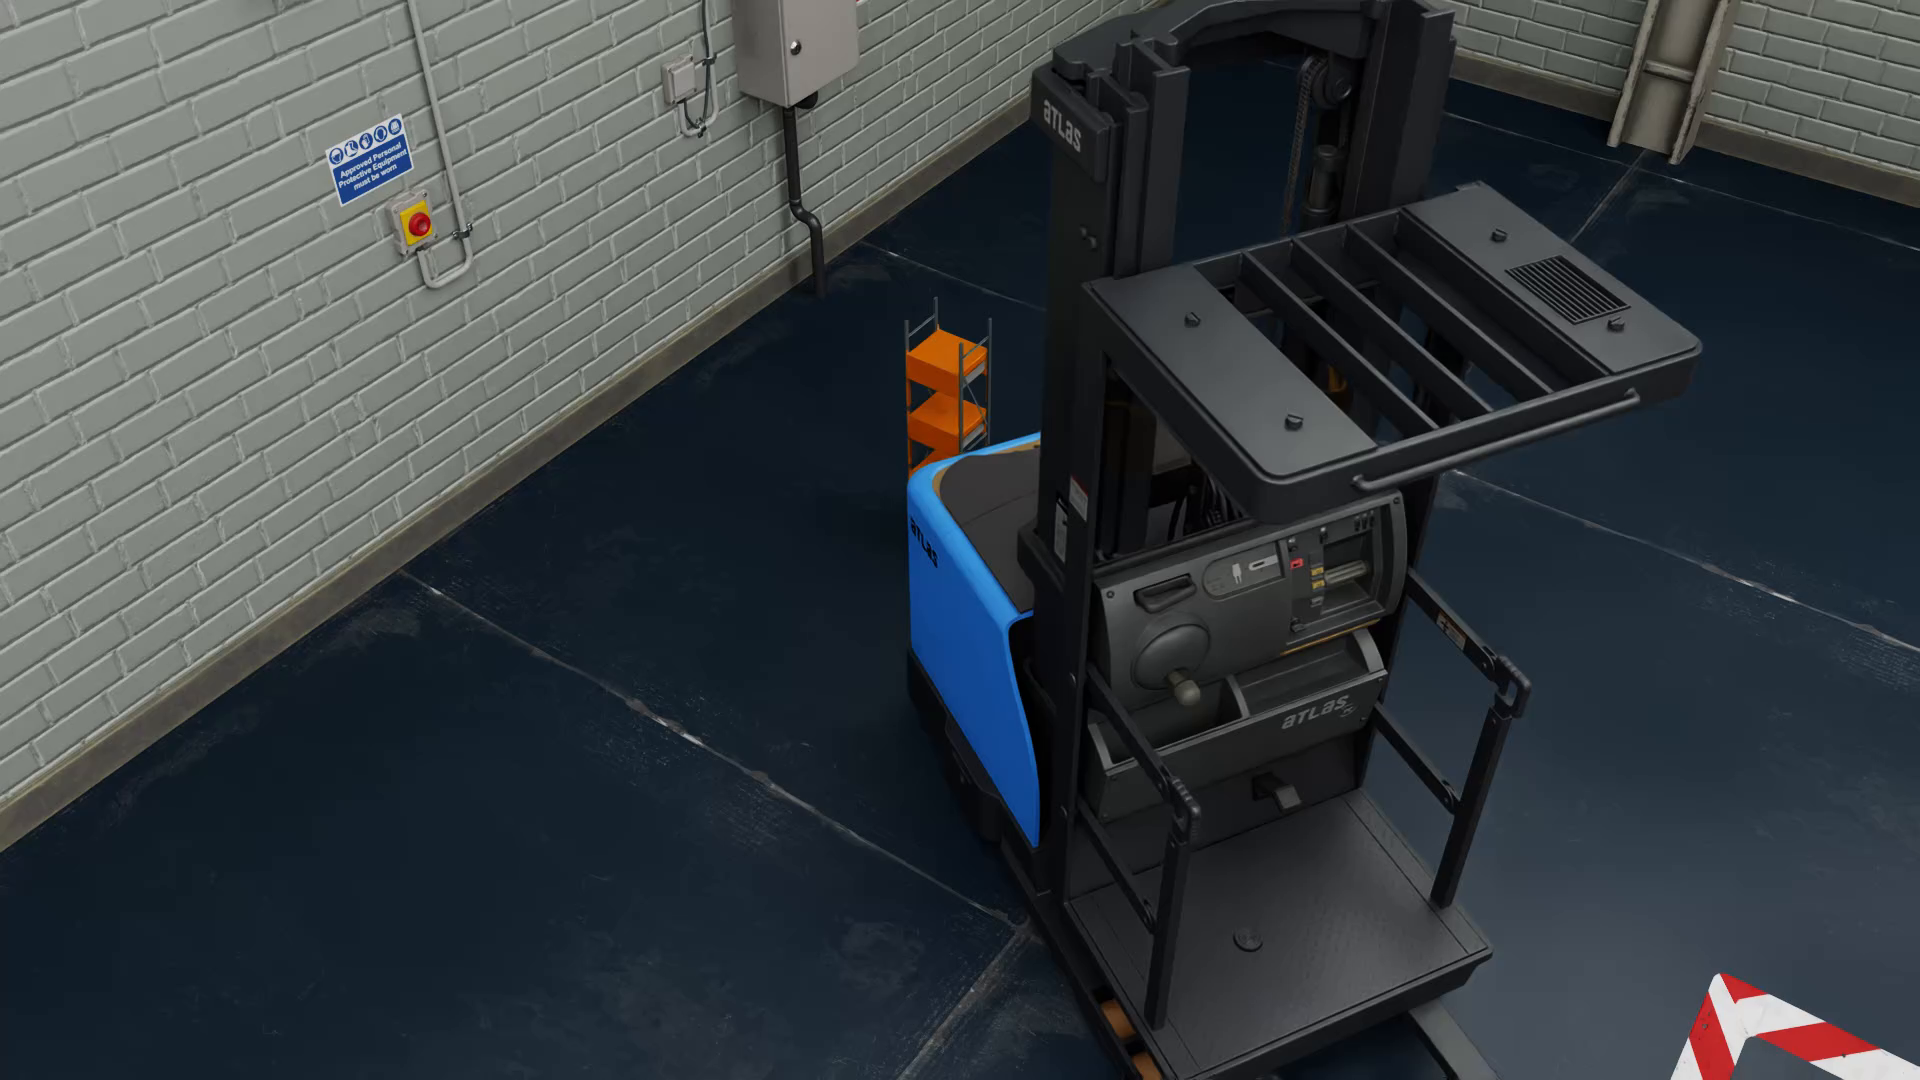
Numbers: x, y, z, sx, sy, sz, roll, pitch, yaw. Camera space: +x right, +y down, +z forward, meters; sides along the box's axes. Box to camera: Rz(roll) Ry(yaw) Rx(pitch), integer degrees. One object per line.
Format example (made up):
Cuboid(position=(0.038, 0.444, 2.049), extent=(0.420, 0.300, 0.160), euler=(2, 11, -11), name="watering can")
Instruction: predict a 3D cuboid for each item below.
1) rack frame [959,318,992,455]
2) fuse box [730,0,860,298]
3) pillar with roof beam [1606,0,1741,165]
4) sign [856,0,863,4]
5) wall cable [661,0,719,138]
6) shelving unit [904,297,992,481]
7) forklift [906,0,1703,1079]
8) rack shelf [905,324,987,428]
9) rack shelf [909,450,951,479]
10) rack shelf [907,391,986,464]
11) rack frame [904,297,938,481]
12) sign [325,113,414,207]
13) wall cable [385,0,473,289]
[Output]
Cuboid(position=(0.056, -0.365, 6.371), extent=(0.008, 1.050, 0.200), euler=(25, 48, 25), name="rack frame")
Cuboid(position=(-0.641, -1.833, 7.515), extent=(0.414, 1.711, 0.539), euler=(25, 48, 25), name="fuse box")
Cuboid(position=(1.348, -3.197, 3.574), extent=(0.400, 9.000, 9.100), euler=(25, 48, 25), name="pillar with roof beam")
Cuboid(position=(-0.527, -2.626, 7.507), extent=(0.001, 0.494, 0.329), euler=(25, 48, 25), name="sign")
Cuboid(position=(-1.162, -2.379, 6.397), extent=(0.122, 1.984, 0.588), euler=(25, 48, 25), name="wall cable")
Cuboid(position=(-0.044, -0.412, 6.423), extent=(0.252, 1.050, 0.215), euler=(25, 48, 25), name="shelving unit")
Cuboid(position=(0.884, 0.237, 4.287), extent=(1.130, 2.935, 3.031), euler=(-17, 45, -18), name="forklift")
Cuboid(position=(-0.044, -0.615, 6.241), extent=(0.240, 0.259, 0.215), euler=(25, 48, 25), name="rack shelf")
Cuboid(position=(-0.044, -0.197, 6.615), extent=(0.240, 0.259, 0.215), euler=(25, 48, 25), name="rack shelf")
Cuboid(position=(-0.044, -0.404, 6.430), extent=(0.240, 0.259, 0.215), euler=(25, 48, 25), name="rack shelf")
Cuboid(position=(-0.144, -0.458, 6.475), extent=(0.008, 1.050, 0.200), euler=(25, 48, 25), name="rack frame")
Cuboid(position=(-2.045, -1.319, 5.772), extent=(0.001, 0.218, 0.327), euler=(25, 48, 25), name="sign")
Cuboid(position=(-1.967, -1.612, 5.517), extent=(0.123, 1.953, 0.585), euler=(25, 48, 25), name="wall cable")
